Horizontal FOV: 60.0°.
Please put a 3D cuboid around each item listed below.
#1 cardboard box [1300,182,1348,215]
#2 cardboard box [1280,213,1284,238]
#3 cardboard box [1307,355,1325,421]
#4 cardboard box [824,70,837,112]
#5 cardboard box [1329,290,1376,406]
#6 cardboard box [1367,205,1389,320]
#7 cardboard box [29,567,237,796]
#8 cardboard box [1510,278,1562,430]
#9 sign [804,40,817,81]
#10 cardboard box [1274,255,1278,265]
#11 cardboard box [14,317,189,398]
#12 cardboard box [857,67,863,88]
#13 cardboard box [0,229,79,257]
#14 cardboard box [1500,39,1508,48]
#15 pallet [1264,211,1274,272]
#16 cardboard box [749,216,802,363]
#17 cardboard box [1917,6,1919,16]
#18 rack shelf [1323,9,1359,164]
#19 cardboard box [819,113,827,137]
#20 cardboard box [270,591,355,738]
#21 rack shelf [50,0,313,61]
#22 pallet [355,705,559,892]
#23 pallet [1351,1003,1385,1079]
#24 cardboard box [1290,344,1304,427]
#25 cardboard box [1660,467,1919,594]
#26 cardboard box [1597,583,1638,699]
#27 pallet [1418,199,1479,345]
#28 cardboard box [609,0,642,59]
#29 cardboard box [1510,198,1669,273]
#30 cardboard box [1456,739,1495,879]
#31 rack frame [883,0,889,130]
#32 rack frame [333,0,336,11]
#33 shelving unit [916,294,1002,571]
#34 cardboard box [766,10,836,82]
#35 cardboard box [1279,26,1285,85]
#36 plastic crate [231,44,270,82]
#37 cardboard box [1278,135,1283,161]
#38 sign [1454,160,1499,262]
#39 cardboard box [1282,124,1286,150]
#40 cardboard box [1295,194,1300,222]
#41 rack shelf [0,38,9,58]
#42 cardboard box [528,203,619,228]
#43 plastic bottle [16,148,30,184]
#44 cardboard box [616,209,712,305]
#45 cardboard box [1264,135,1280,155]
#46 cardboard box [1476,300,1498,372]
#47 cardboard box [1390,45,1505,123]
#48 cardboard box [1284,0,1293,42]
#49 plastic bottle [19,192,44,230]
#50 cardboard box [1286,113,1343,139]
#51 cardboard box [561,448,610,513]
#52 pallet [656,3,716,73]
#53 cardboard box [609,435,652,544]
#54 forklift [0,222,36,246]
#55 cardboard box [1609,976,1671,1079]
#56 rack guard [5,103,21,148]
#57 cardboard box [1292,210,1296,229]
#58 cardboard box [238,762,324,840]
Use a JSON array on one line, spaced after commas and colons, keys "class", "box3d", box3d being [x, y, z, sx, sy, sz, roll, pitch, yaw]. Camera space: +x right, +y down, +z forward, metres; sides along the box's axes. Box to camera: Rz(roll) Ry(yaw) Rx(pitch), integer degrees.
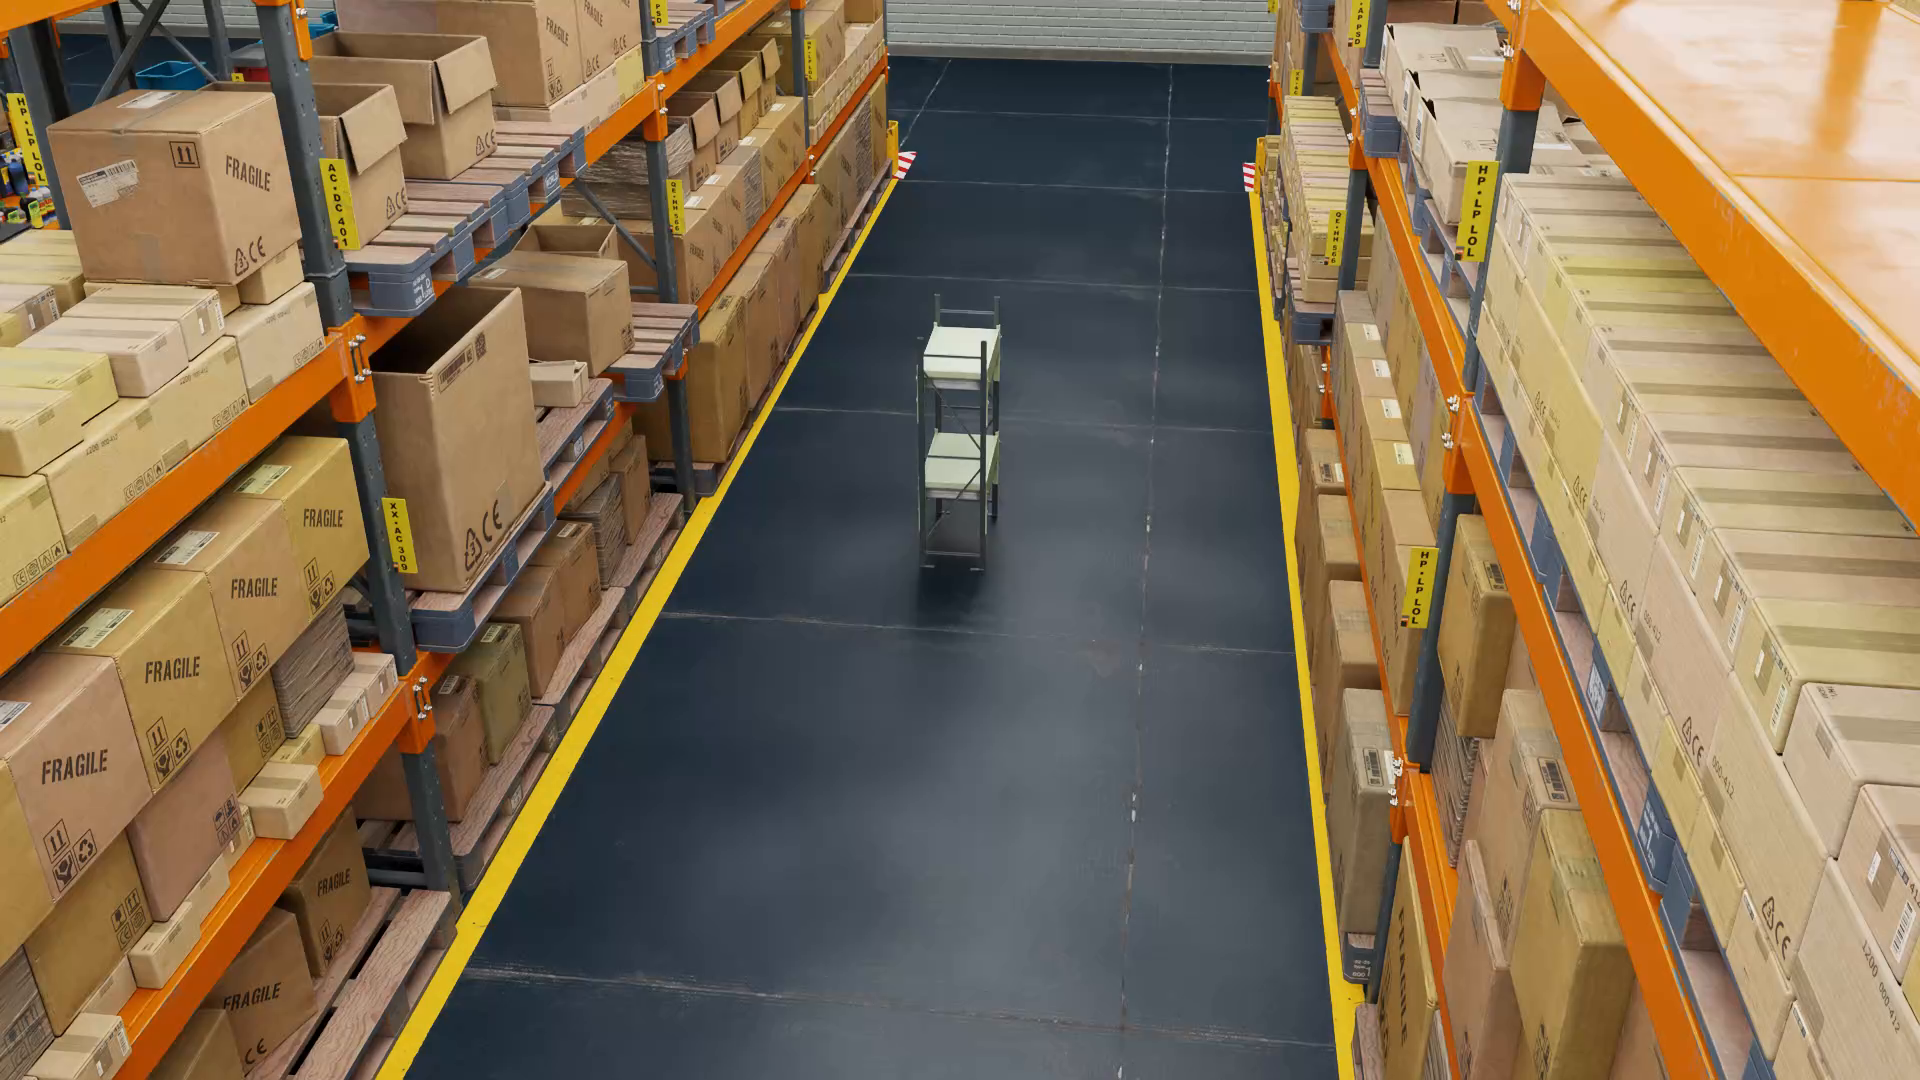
[{"class": "cardboard box", "box3d": [2.369, -2.170, 10.603, 0.380, 0.149, 0.250, 4, 29, 8]}, {"class": "cardboard box", "box3d": [2.960, -2.707, 14.340, 0.380, 0.149, 0.250, 3, 28, 6]}, {"class": "cardboard box", "box3d": [2.493, -0.961, 10.566, 0.500, 0.250, 0.500, 3, 28, 5]}, {"class": "cardboard box", "box3d": [-1.367, -3.933, 14.524, 0.500, 0.250, 0.500, 3, 28, 6]}, {"class": "cardboard box", "box3d": [2.347, -1.058, 9.238, 0.500, 0.500, 0.500, 4, 29, 7]}, {"class": "cardboard box", "box3d": [2.605, -1.483, 8.972, 0.700, 0.500, 0.500, 3, 28, 6]}, {"class": "cardboard box", "box3d": [-2.635, 0.421, 5.125, 0.500, 0.500, 0.500, 3, 28, 6]}, {"class": "cardboard box", "box3d": [1.781, -0.489, 4.422, 0.500, 0.250, 0.500, 3, 28, 6]}, {"class": "sign", "box3d": [-1.211, -3.876, 13.437, 0.100, 0.325, 0.005, 3, 28, 6]}, {"class": "cardboard box", "box3d": [2.953, -2.472, 14.531, 0.380, 0.149, 0.250, 2, 28, 5]}, {"class": "cardboard box", "box3d": [-2.560, -0.548, 4.971, 0.380, 0.149, 0.250, 3, 28, 5]}, {"class": "cardboard box", "box3d": [-1.132, -4.411, 15.831, 0.380, 0.149, 0.250, 3, 29, 6]}, {"class": "cardboard box", "box3d": [-3.076, -0.957, 5.732, 0.380, 0.149, 0.250, 3, 28, 5]}, {"class": "cardboard box", "box3d": [2.839, -2.210, 7.865, 0.500, 0.311, 0.500, 3, 28, 6]}, {"class": "pallet", "box3d": [3.354, -2.759, 15.440, 1.003, 0.211, 1.213, 3, 28, 6]}, {"class": "cardboard box", "box3d": [-1.918, -1.955, 12.805, 1.225, 0.875, 0.875, 2, 28, 4]}, {"class": "cardboard box", "box3d": [7.995, -4.260, 13.444, 0.380, 0.149, 0.250, 3, 28, 6]}, {"class": "rack shelf", "box3d": [2.915, -3.155, 10.831, 1.077, 0.370, 4.000, 3, 28, 6]}, {"class": "cardboard box", "box3d": [-1.352, -3.561, 14.254, 0.380, 0.149, 0.250, 2, 28, 5]}, {"class": "cardboard box", "box3d": [-2.847, 0.371, 6.272, 0.875, 0.500, 0.500, 3, 28, 6]}, {"class": "rack shelf", "box3d": [-2.486, -2.752, 7.343, 1.077, 0.370, 4.000, 3, 28, 6]}, {"class": "pallet", "box3d": [-2.637, 1.199, 8.095, 1.003, 0.211, 1.213, 3, 28, 6]}, {"class": "pallet", "box3d": [2.009, 2.254, 6.135, 1.003, 0.211, 1.213, 3, 28, 6]}, {"class": "cardboard box", "box3d": [2.607, -1.113, 11.638, 0.500, 0.500, 0.500, 2, 28, 4]}, {"class": "cardboard box", "box3d": [1.550, -0.010, 3.112, 0.380, 0.149, 0.250, 3, 28, 5]}, {"class": "cardboard box", "box3d": [1.581, 0.223, 3.519, 0.380, 0.149, 0.250, 4, 29, 7]}, {"class": "pallet", "box3d": [2.243, -0.997, 6.270, 0.805, 0.209, 1.217, 2, 28, 4]}, {"class": "cardboard box", "box3d": [-2.051, -2.891, 8.950, 0.500, 0.500, 0.500, 4, 29, 8]}, {"class": "cardboard box", "box3d": [1.767, -0.845, 4.660, 0.380, 0.149, 0.250, 3, 28, 6]}, {"class": "cardboard box", "box3d": [2.101, 1.042, 5.287, 0.875, 0.550, 0.550, 3, 28, 6]}, {"class": "rack frame", "box3d": [-1.260, -5.311, 17.238, 1.000, 3.000, 0.127, 3, 28, 6]}, {"class": "rack frame", "box3d": [-6.176, -5.599, 17.772, 1.000, 3.000, 0.127, 3, 28, 6]}, {"class": "shelving unit", "box3d": [-0.001, -0.657, 10.181, 0.431, 1.500, 0.755, 3, 28, 6]}, {"class": "cardboard box", "box3d": [-1.370, -4.265, 14.350, 0.500, 0.500, 0.500, 3, 28, 6]}, {"class": "cardboard box", "box3d": [3.208, -4.472, 15.261, 0.500, 0.500, 0.500, 4, 29, 7]}, {"class": "plastic crate", "box3d": [-6.308, -4.176, 15.001, 0.402, 0.464, 0.583, 3, 28, 6]}, {"class": "cardboard box", "box3d": [2.655, -3.008, 12.785, 0.380, 0.149, 0.250, 2, 28, 4]}, {"class": "sign", "box3d": [1.640, -1.040, 5.271, 0.100, 0.325, 0.005, 3, 28, 6]}, {"class": "cardboard box", "box3d": [2.625, -3.017, 12.488, 0.380, 0.149, 0.250, 3, 28, 5]}, {"class": "cardboard box", "box3d": [2.403, -2.158, 10.894, 0.380, 0.149, 0.250, 3, 28, 6]}, {"class": "rack shelf", "box3d": [-11.337, -4.630, 16.733, 1.077, 0.370, 4.000, 3, 28, 6]}, {"class": "cardboard box", "box3d": [-2.426, -1.836, 10.682, 0.500, 0.500, 0.500, 4, 29, 8]}, {"class": "plastic bottle", "box3d": [-7.243, -2.921, 12.931, 0.152, 0.276, 0.135, 3, 28, 6]}, {"class": "cardboard box", "box3d": [-1.911, -1.802, 10.619, 0.500, 0.500, 0.500, 4, 29, 8]}, {"class": "cardboard box", "box3d": [3.248, -3.940, 16.629, 0.380, 0.149, 0.250, 2, 28, 4]}, {"class": "cardboard box", "box3d": [1.797, -0.614, 5.073, 0.380, 0.149, 0.250, 3, 28, 5]}, {"class": "cardboard box", "box3d": [2.301, -2.129, 7.779, 0.500, 0.250, 0.500, 4, 29, 8]}, {"class": "cardboard box", "box3d": [3.131, -4.673, 14.580, 0.500, 0.500, 0.500, 2, 28, 5]}, {"class": "plastic bottle", "box3d": [-6.636, -2.353, 11.871, 0.061, 0.283, 0.133, 3, 28, 6]}, {"class": "cardboard box", "box3d": [2.593, -3.018, 12.176, 0.380, 0.149, 0.250, 4, 29, 7]}, {"class": "cardboard box", "box3d": [-2.348, -0.401, 9.505, 0.500, 0.250, 0.500, 7, 29, 12]}, {"class": "pallet", "box3d": [-2.214, -3.089, 10.149, 1.213, 0.211, 1.003, 5, 29, 9]}, {"class": "cardboard box", "box3d": [-2.303, -0.322, 10.149, 0.700, 0.500, 0.500, 2, 28, 4]}, {"class": "forklift", "box3d": [-5.108, -0.455, 8.297, 1.130, 2.935, 3.031, 2, 28, 4]}, {"class": "cardboard box", "box3d": [1.952, 1.322, 3.628, 0.875, 0.550, 0.550, 3, 28, 6]}, {"class": "rack guard", "box3d": [-11.101, -4.752, 18.836, 1.175, 0.500, 0.348, 3, 28, 6]}, {"class": "cardboard box", "box3d": [2.436, -2.146, 11.185, 0.380, 0.149, 0.250, 4, 29, 8]}, {"class": "cardboard box", "box3d": [-2.516, 0.922, 5.933, 0.380, 0.149, 0.250, 3, 28, 6]}]
